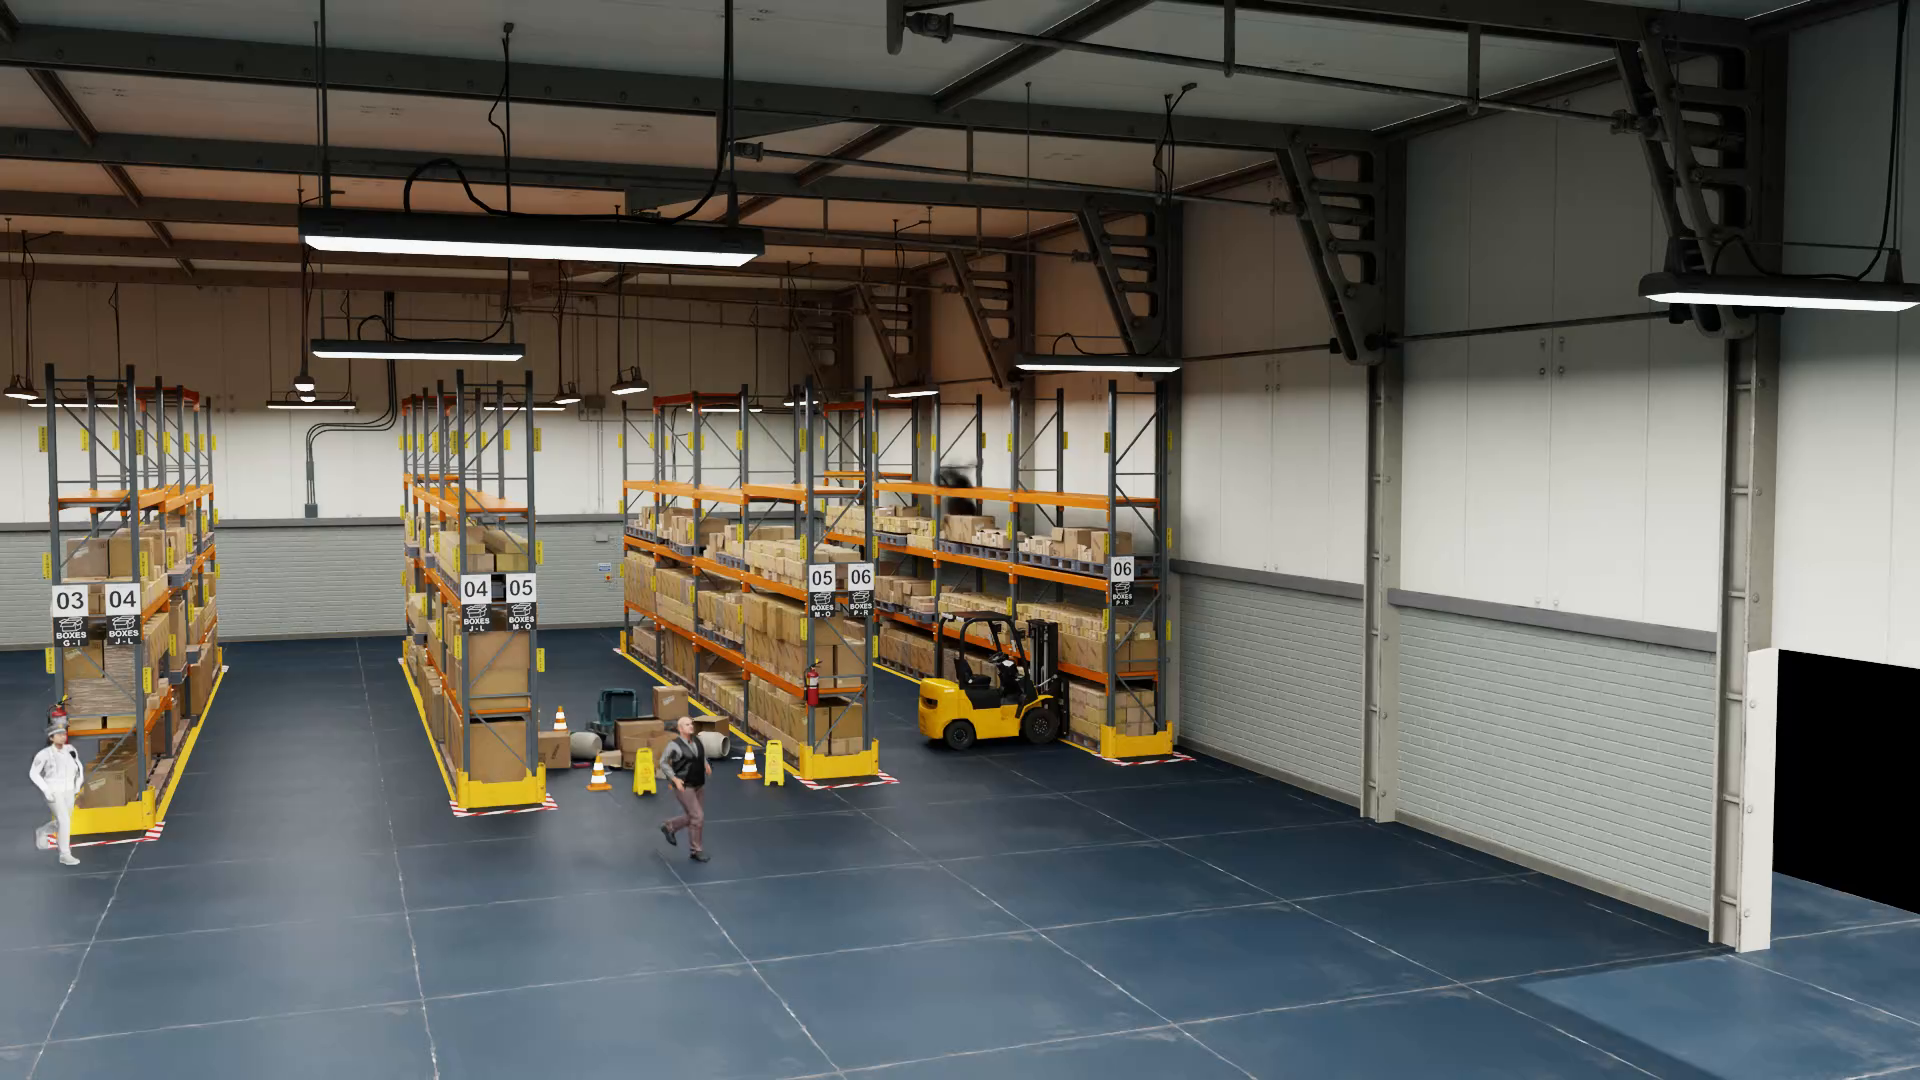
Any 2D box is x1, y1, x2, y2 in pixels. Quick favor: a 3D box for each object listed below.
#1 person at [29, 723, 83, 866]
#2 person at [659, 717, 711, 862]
[{"bbox_3d":[-10.753,3.005,19.839,0.699,1.683,0.625,2,4,28],"label":"person"},{"bbox_3d":[-3.298,2.986,20.074,0.751,1.720,0.657,2,4,34],"label":"person"}]
